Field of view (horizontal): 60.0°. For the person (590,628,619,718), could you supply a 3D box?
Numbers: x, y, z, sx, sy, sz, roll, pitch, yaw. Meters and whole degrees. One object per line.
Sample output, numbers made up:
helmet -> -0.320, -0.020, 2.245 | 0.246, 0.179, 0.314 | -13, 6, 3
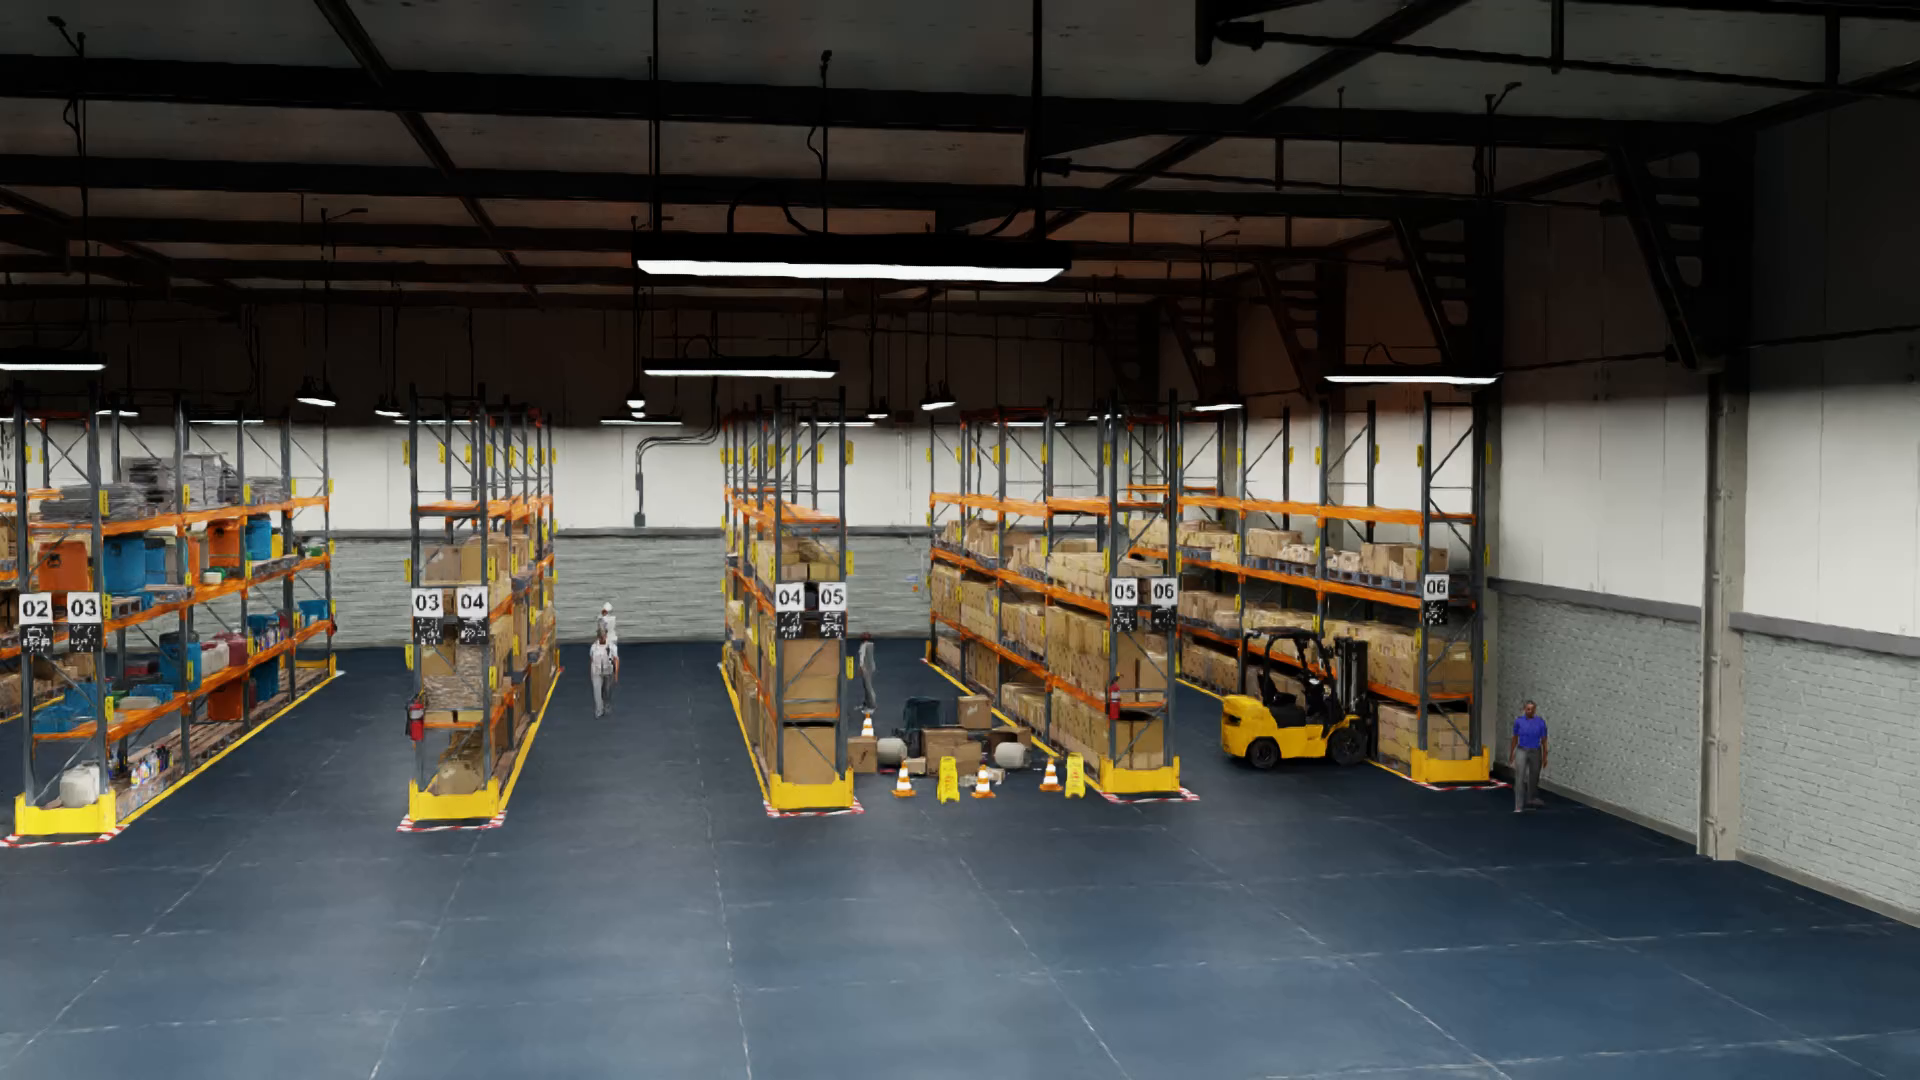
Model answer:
person -> -6.818, 2.525, 31.869 | 0.554, 1.712, 1.031 | -1, 3, -11

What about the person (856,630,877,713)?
person -> -1.839, 2.547, 32.457 | 0.527, 1.592, 0.522 | 1, 3, 21

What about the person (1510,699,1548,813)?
person -> 8.012, 3.015, 23.412 | 0.498, 1.599, 0.942 | 1, 3, 13

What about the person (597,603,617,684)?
person -> -7.775, 2.254, 36.499 | 0.567, 1.768, 0.627 | 1, 3, 18
